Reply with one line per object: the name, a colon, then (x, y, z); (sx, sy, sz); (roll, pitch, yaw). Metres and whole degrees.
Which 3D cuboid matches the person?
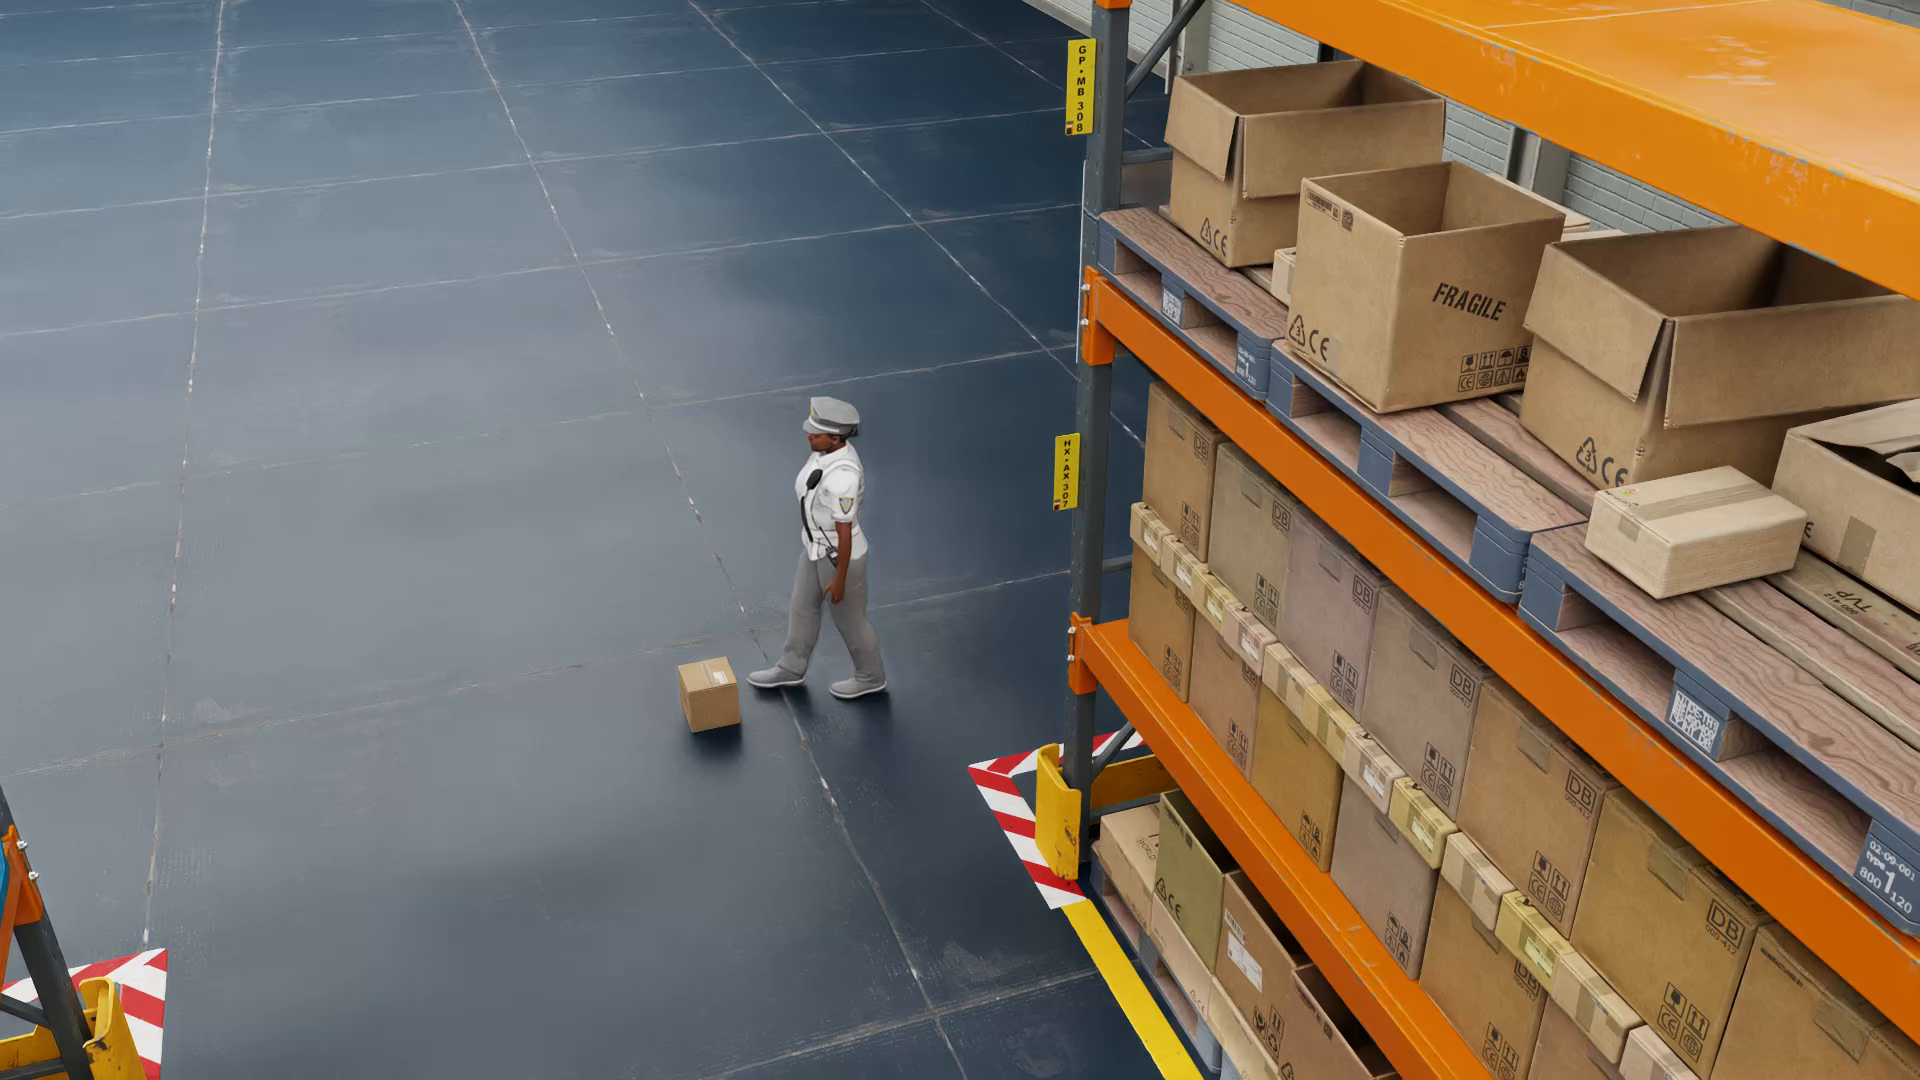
person: (-0.727, 0.082, 8.170); (0.697, 1.673, 0.463); (-8, 31, -13)
